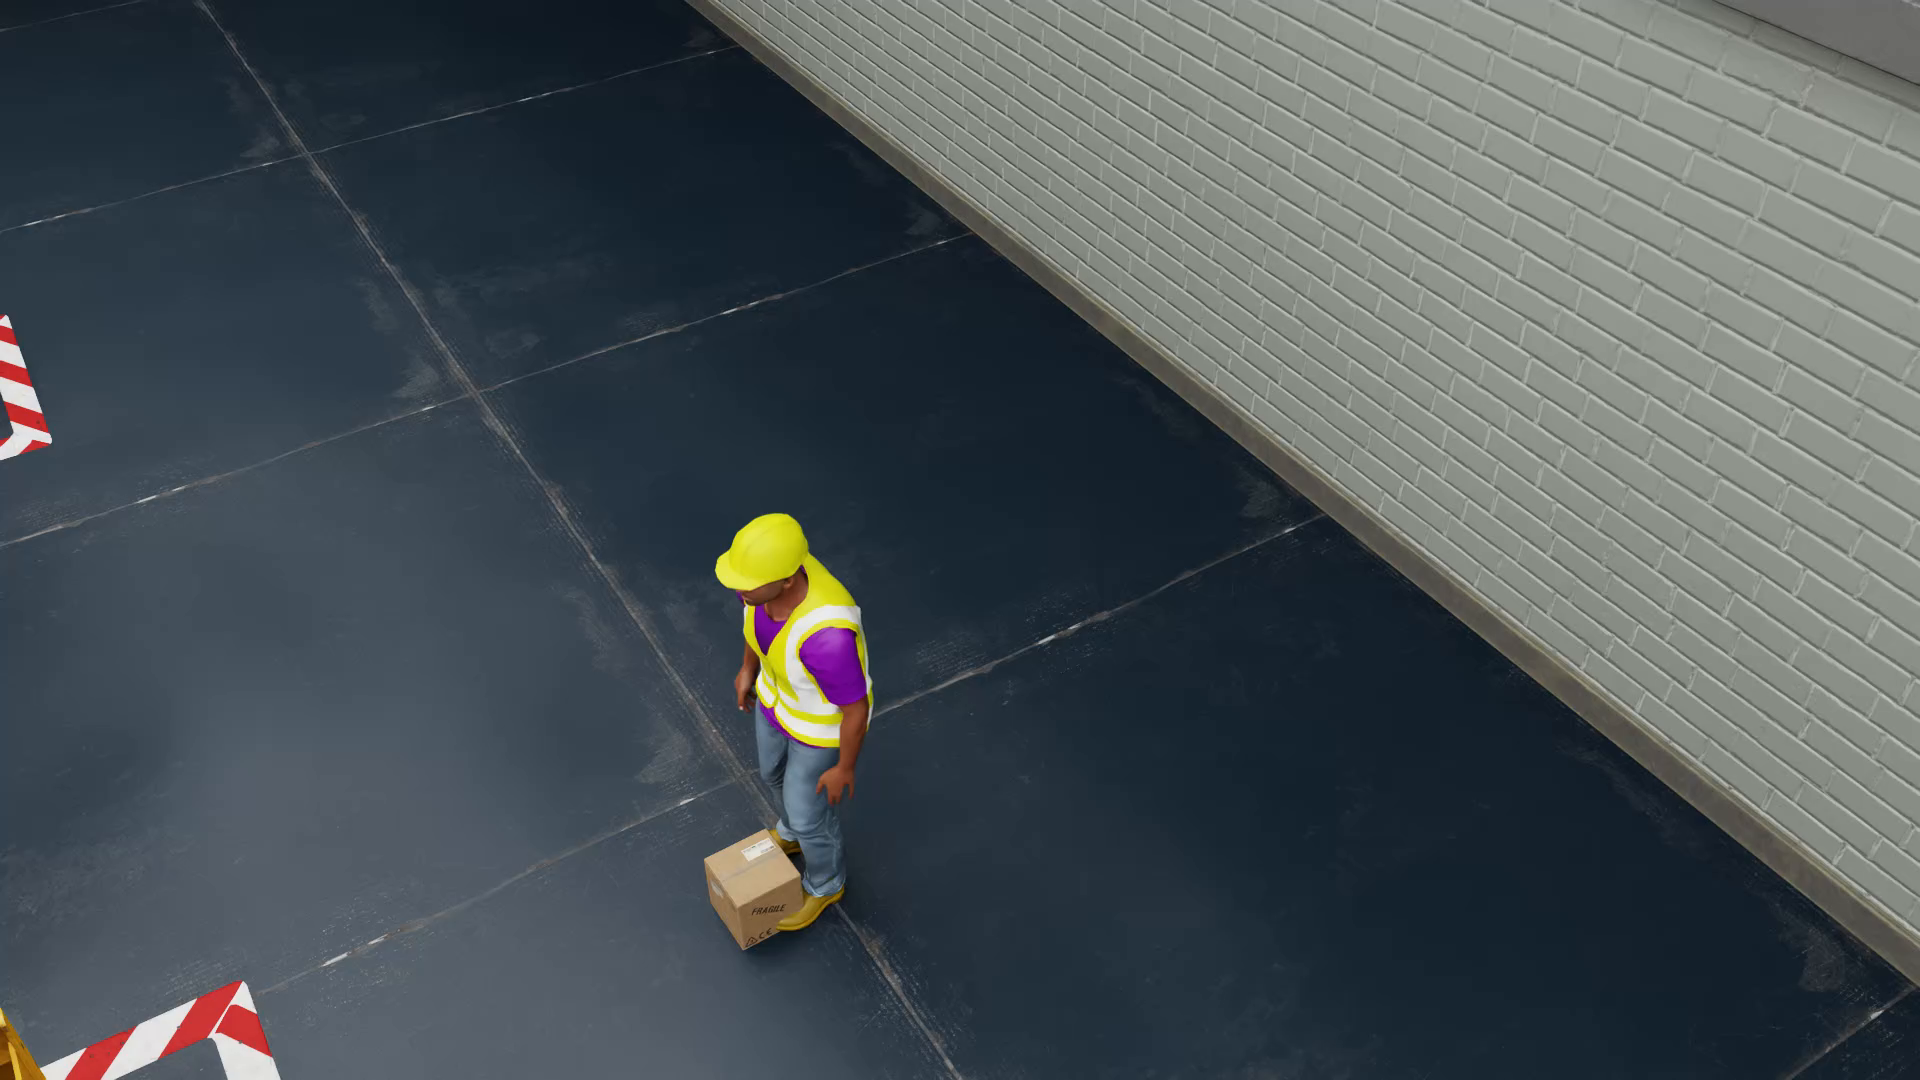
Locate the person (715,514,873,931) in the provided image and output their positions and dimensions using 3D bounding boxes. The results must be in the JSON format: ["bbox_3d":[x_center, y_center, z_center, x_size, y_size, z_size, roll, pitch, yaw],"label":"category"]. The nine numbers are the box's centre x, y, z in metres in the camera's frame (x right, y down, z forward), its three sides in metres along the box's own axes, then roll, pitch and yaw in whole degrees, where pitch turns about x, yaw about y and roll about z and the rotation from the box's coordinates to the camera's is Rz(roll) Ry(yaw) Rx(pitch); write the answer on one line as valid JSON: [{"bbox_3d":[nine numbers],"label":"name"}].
[{"bbox_3d":[-0.533,0.579,5.466,0.456,1.760,0.633,-25,46,-26],"label":"person"}]
